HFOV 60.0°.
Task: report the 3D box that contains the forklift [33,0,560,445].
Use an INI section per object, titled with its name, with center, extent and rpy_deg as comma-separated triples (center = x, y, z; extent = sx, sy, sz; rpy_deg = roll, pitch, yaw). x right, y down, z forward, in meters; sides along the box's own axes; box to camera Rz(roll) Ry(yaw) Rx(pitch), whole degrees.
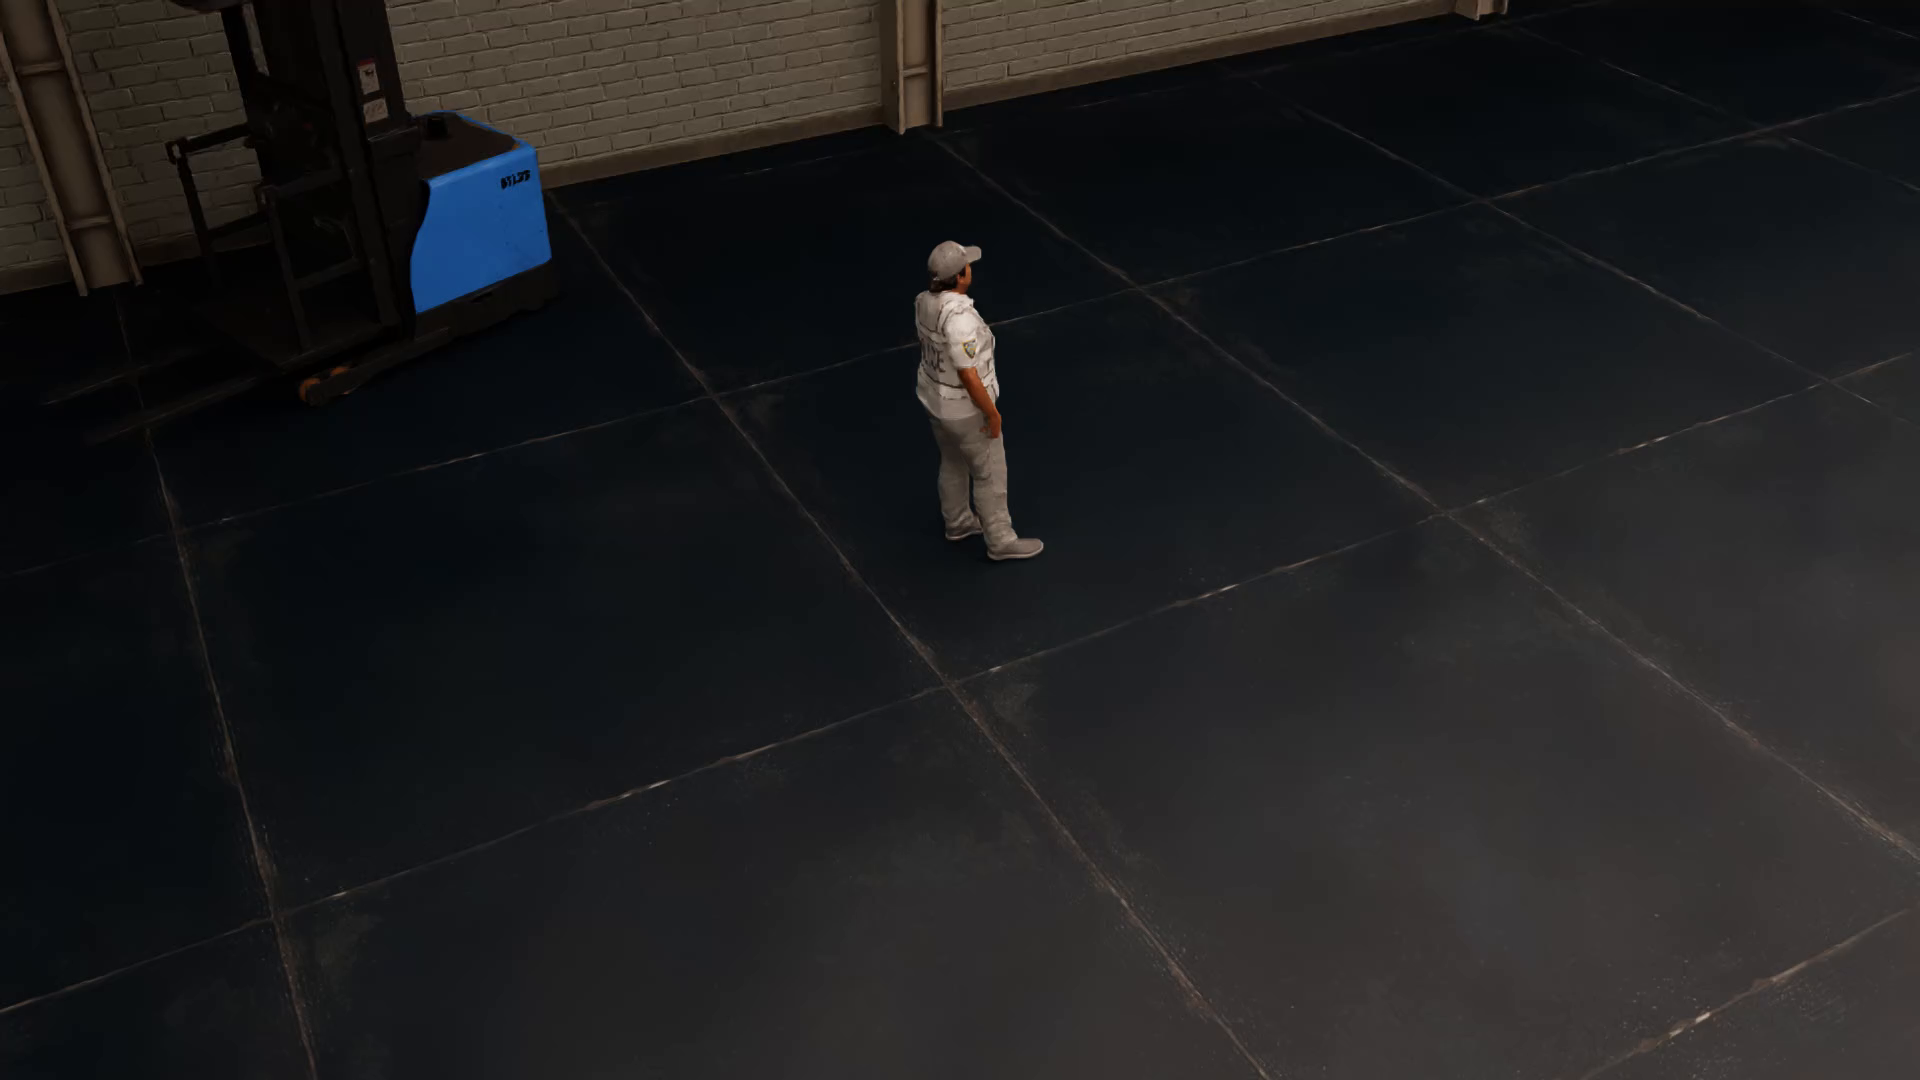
[forklift]
center = -3.967, -2.311, 9.393
extent = 1.130, 2.935, 3.031
rpy_deg = 27, 44, 33

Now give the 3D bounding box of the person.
[person]
center = 0.078, -0.696, 8.190
extent = 0.529, 1.669, 0.598
rpy_deg = -17, 39, -23
